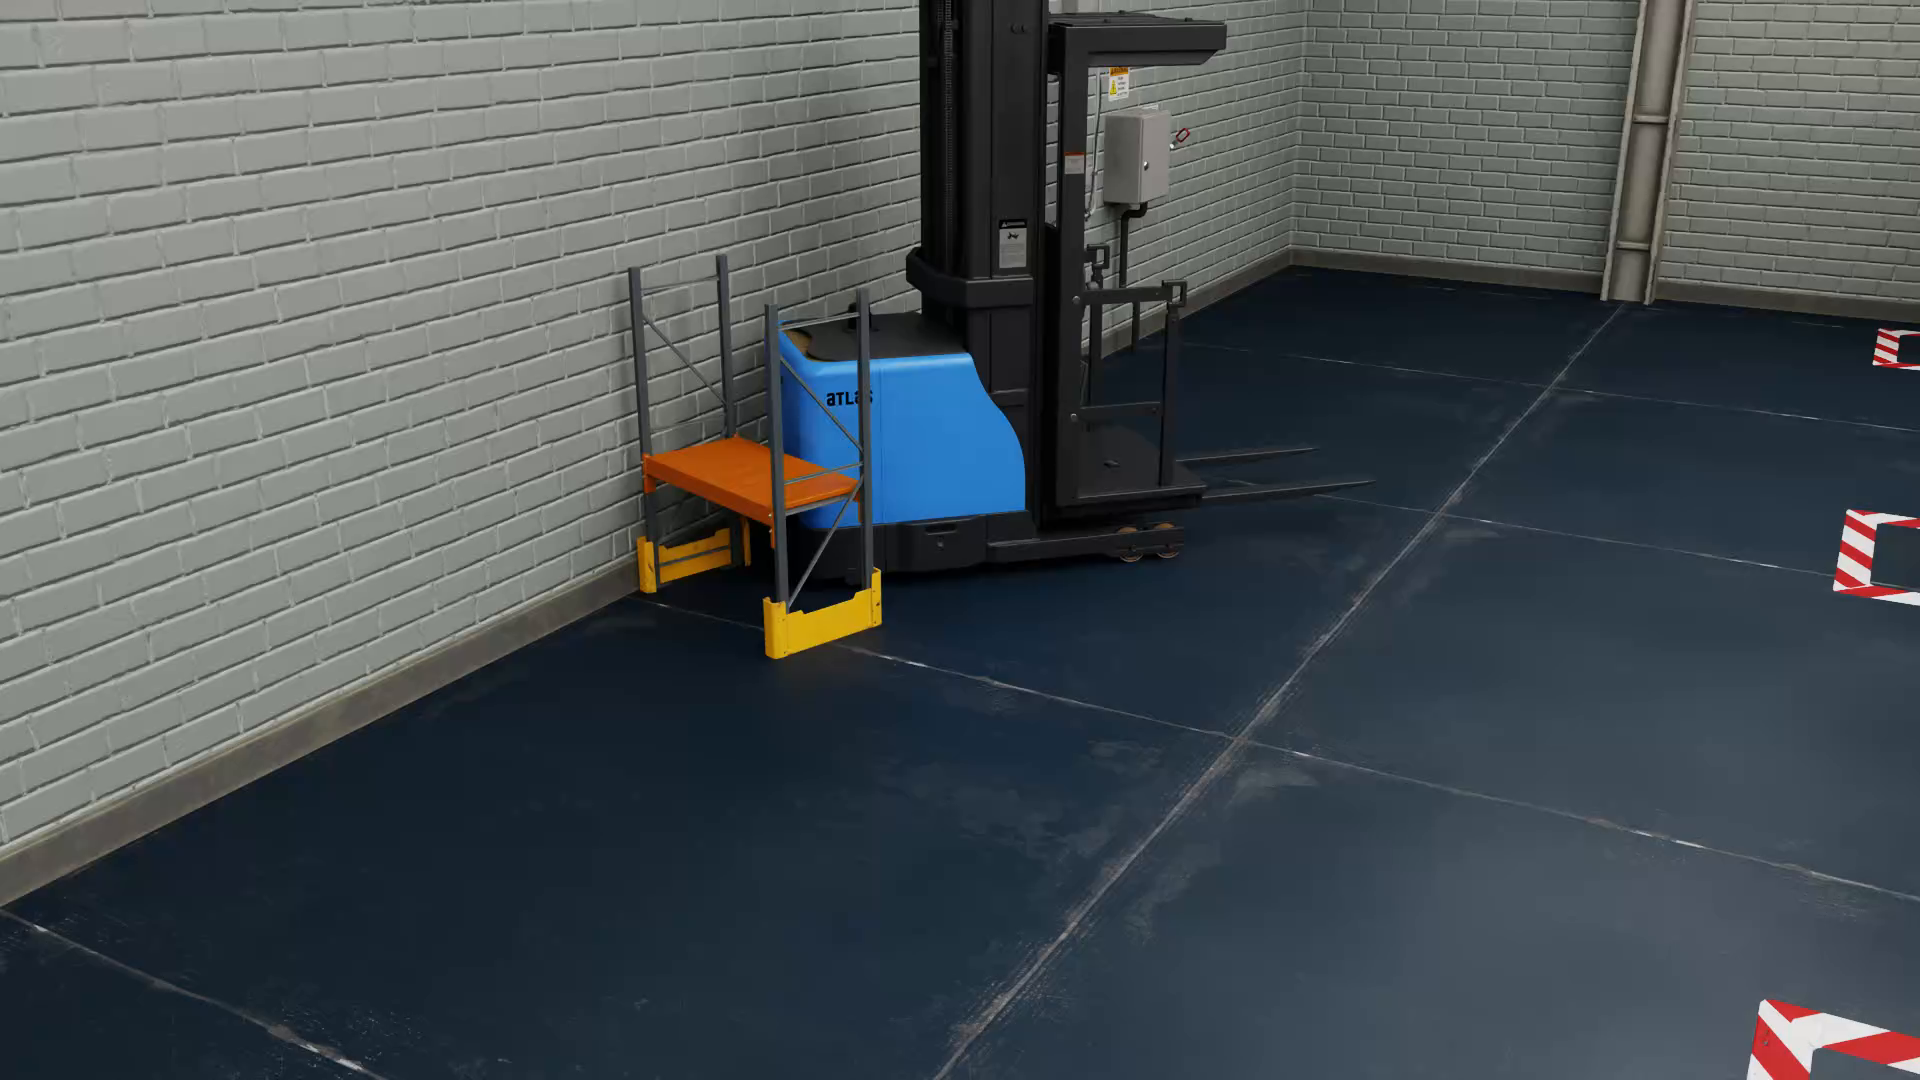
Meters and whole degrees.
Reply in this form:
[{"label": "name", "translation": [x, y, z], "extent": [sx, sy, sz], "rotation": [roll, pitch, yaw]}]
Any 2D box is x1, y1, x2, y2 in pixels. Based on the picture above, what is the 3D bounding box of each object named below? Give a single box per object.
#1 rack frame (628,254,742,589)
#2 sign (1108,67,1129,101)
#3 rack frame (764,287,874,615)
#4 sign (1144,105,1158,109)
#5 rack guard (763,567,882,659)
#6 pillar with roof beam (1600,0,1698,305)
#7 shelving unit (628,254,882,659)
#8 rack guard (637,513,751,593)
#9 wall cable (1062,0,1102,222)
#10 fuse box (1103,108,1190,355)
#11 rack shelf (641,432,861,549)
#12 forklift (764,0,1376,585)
[{"label": "rack frame", "translation": [-1.249, -0.533, 7.634], "extent": [0.500, 1.500, 0.032], "rotation": [-17, 26, -39]}, {"label": "sign", "translation": [1.100, -3.173, 11.502], "extent": [0.001, 0.242, 0.339], "rotation": [11, 23, 27]}, {"label": "rack frame", "translation": [-0.572, -0.274, 6.922], "extent": [0.500, 1.500, 0.032], "rotation": [-17, 26, -39]}, {"label": "sign", "translation": [1.368, -2.903, 12.110], "extent": [0.001, 0.494, 0.329], "rotation": [11, 23, 27]}, {"label": "rack guard", "translation": [-0.585, 0.308, 7.148], "extent": [0.587, 0.250, 0.087], "rotation": [-17, 26, -39]}, {"label": "pillar with roof beam", "translation": [3.494, -4.968, 8.865], "extent": [0.400, 9.000, 9.100], "rotation": [11, 23, 27]}, {"label": "shelving unit", "translation": [-0.917, -0.406, 7.284], "extent": [0.587, 1.500, 1.083], "rotation": [-17, 26, -39]}, {"label": "rack guard", "translation": [-1.249, 0.055, 7.846], "extent": [0.587, 0.250, 0.087], "rotation": [-17, 26, -39]}, {"label": "wall cable", "translation": [0.838, -3.067, 10.932], "extent": [0.122, 1.984, 0.588], "rotation": [11, 23, 27]}, {"label": "fuse box", "translation": [1.308, -2.161, 11.813], "extent": [0.414, 1.711, 0.539], "rotation": [11, 23, 27]}, {"label": "rack shelf", "translation": [-0.910, -0.234, 7.339], "extent": [0.538, 0.185, 1.000], "rotation": [-17, 26, -39]}, {"label": "forklift", "translation": [0.598, -1.437, 8.030], "extent": [3.031, 2.935, 1.130], "rotation": [-6, 21, -15]}]
